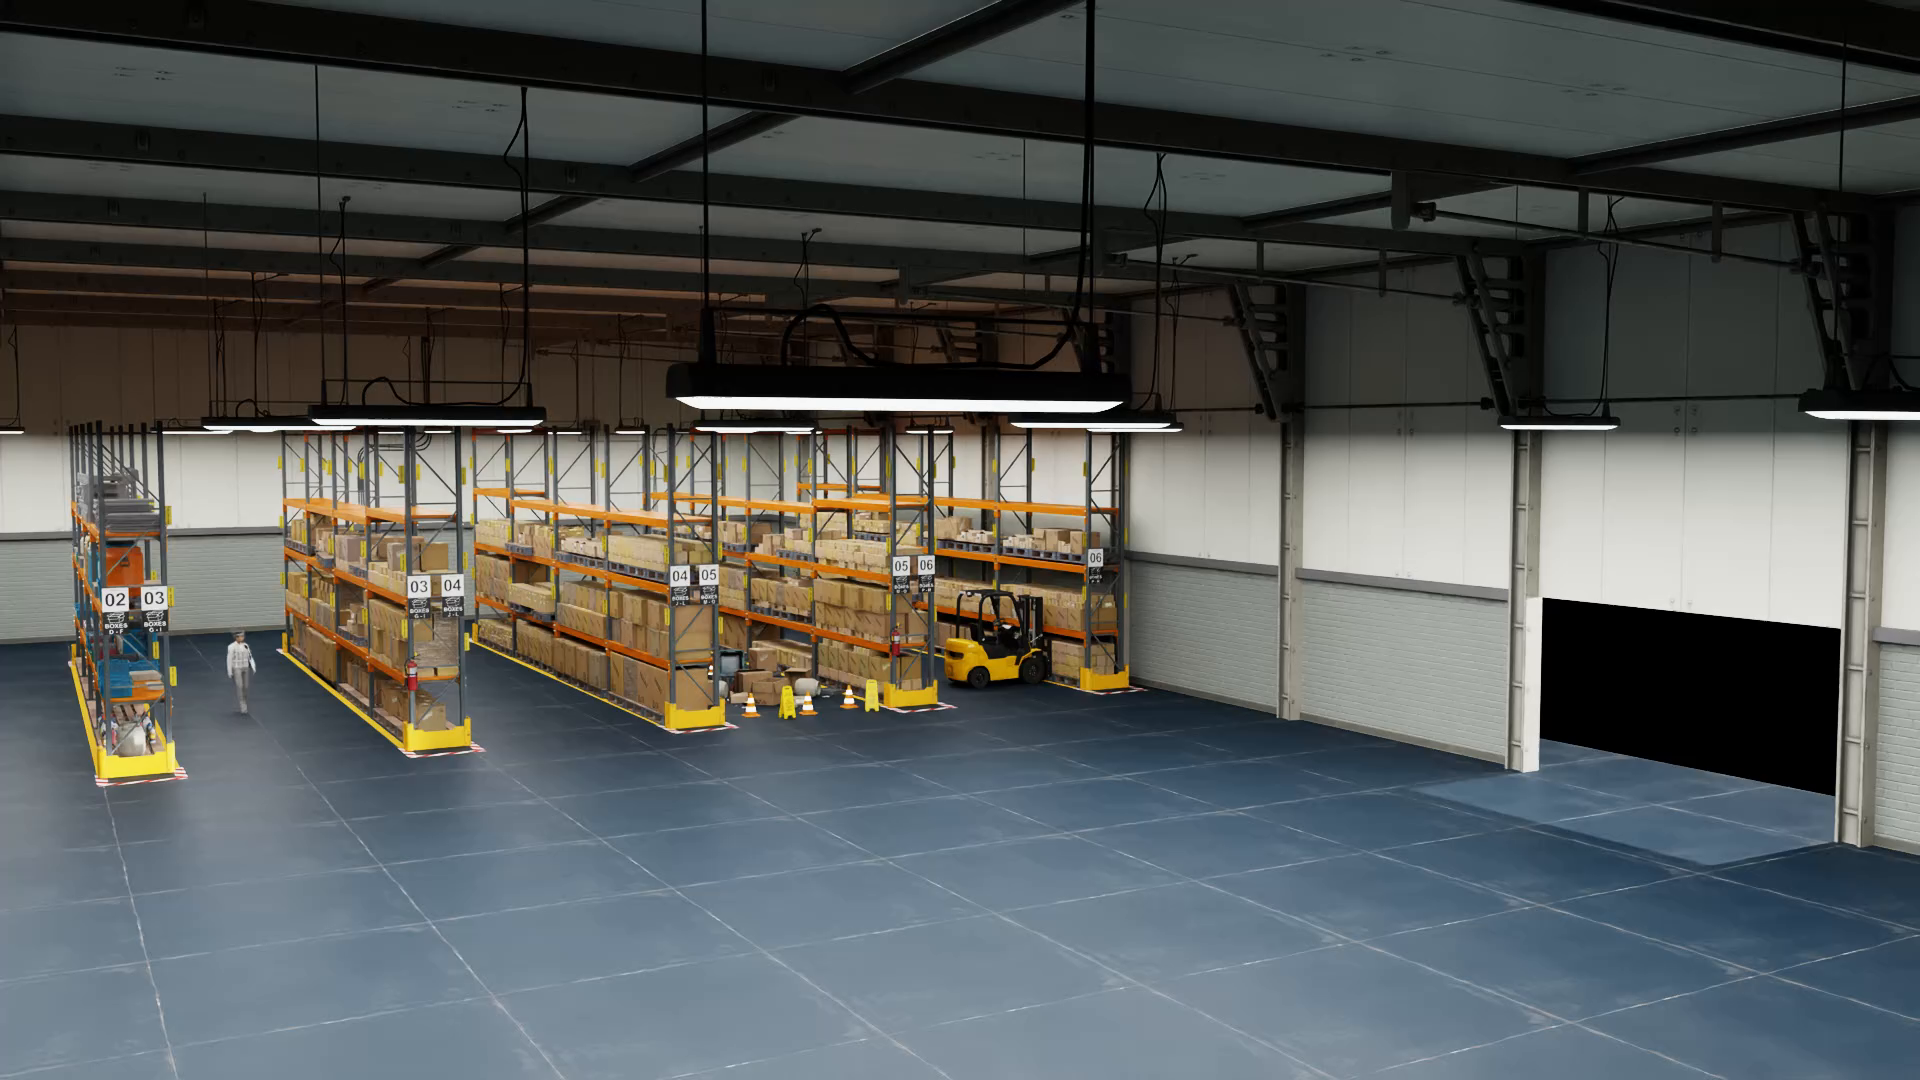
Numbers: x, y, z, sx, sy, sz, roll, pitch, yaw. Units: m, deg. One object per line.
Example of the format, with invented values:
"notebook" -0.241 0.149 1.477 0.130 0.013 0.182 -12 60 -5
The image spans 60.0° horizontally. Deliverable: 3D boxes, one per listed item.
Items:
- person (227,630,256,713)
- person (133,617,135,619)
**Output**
"person" -15.024 2.746 34.869 0.673 1.697 0.514 3 5 39
"person" -22.823 2.104 45.439 0.498 1.669 0.453 2 4 24
